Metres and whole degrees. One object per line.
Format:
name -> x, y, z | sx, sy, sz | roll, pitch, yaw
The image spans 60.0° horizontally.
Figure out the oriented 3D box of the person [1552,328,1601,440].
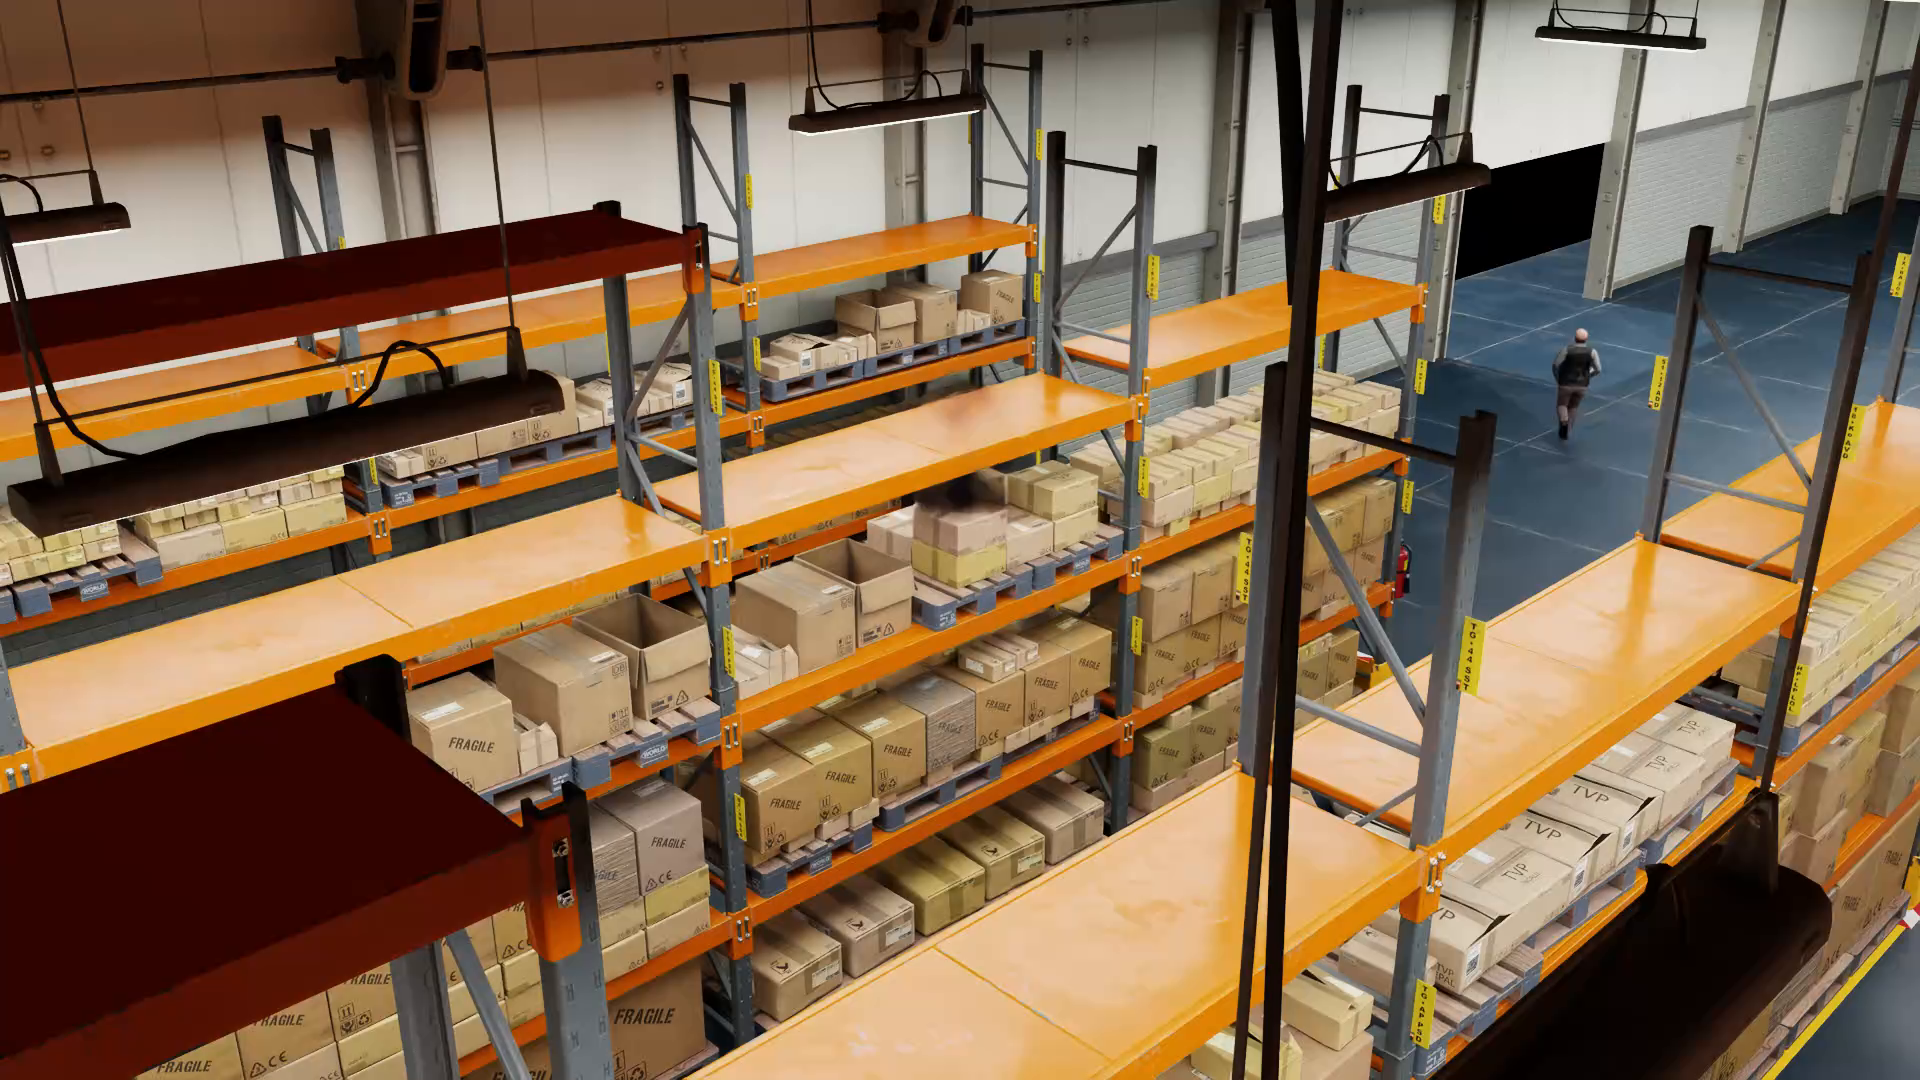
person -> 8.867, -2.227, 24.039 | 0.681, 1.675, 0.654 | 4, 23, 9
